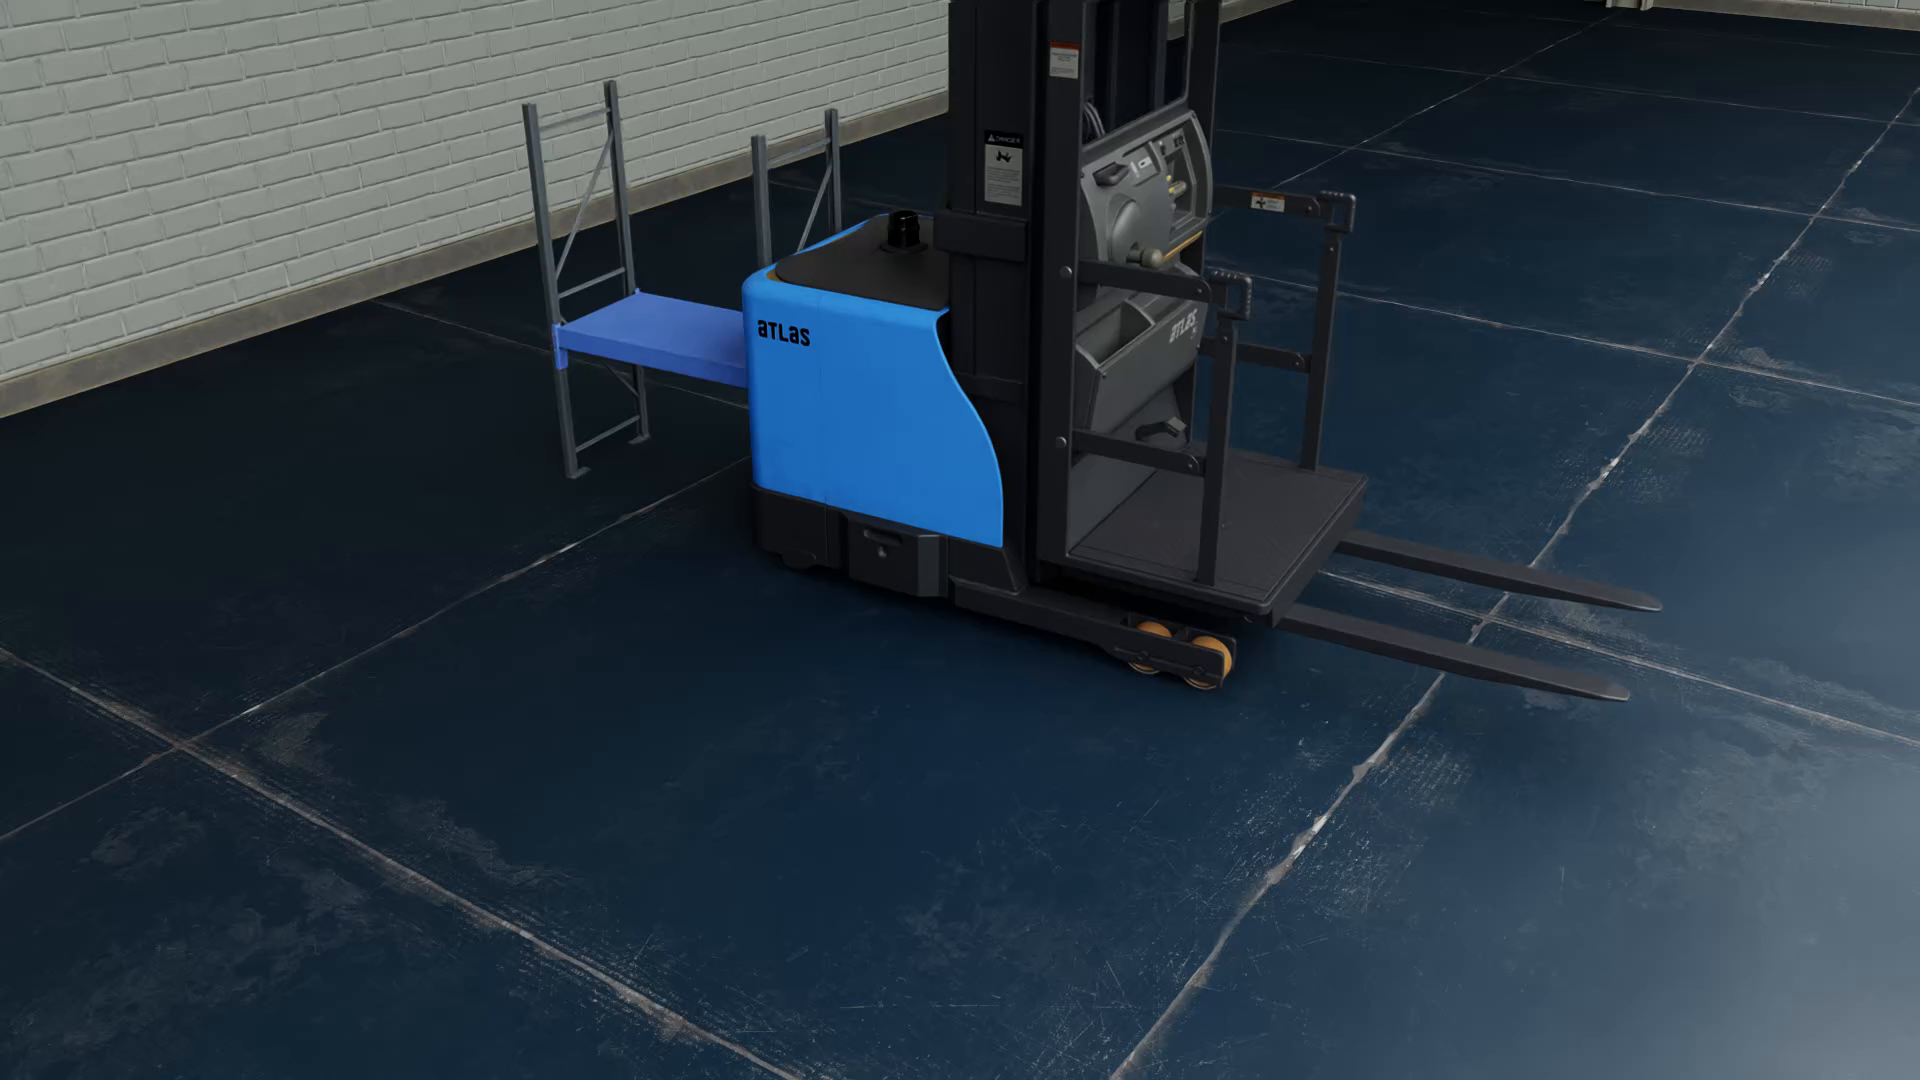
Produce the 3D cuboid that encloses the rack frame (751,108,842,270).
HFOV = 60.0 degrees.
[{"bbox_3d":[-0.574,-0.792,6.153,0.032,1.500,0.500,14,30,26],"label":"rack frame"}]

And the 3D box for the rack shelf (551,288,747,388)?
[{"bbox_3d":[-1.019,-0.743,6.454,1.000,0.185,0.538,14,30,26],"label":"rack shelf"}]

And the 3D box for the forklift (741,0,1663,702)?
[{"bbox_3d":[0.779,-1.104,5.189,3.031,2.935,1.130,14,30,26],"label":"forklift"}]

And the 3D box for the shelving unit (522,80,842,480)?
[{"bbox_3d":[-1.019,-0.904,6.372,1.048,1.500,0.538,14,30,26],"label":"shelving unit"}]

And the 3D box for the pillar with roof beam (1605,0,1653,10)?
[{"bbox_3d":[4.368,-7.828,11.710,0.400,9.000,9.100,17,32,30],"label":"pillar with roof beam"}]

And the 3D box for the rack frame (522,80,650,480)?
[{"bbox_3d":[-1.464,-1.015,6.591,0.032,1.500,0.500,14,30,26],"label":"rack frame"}]
